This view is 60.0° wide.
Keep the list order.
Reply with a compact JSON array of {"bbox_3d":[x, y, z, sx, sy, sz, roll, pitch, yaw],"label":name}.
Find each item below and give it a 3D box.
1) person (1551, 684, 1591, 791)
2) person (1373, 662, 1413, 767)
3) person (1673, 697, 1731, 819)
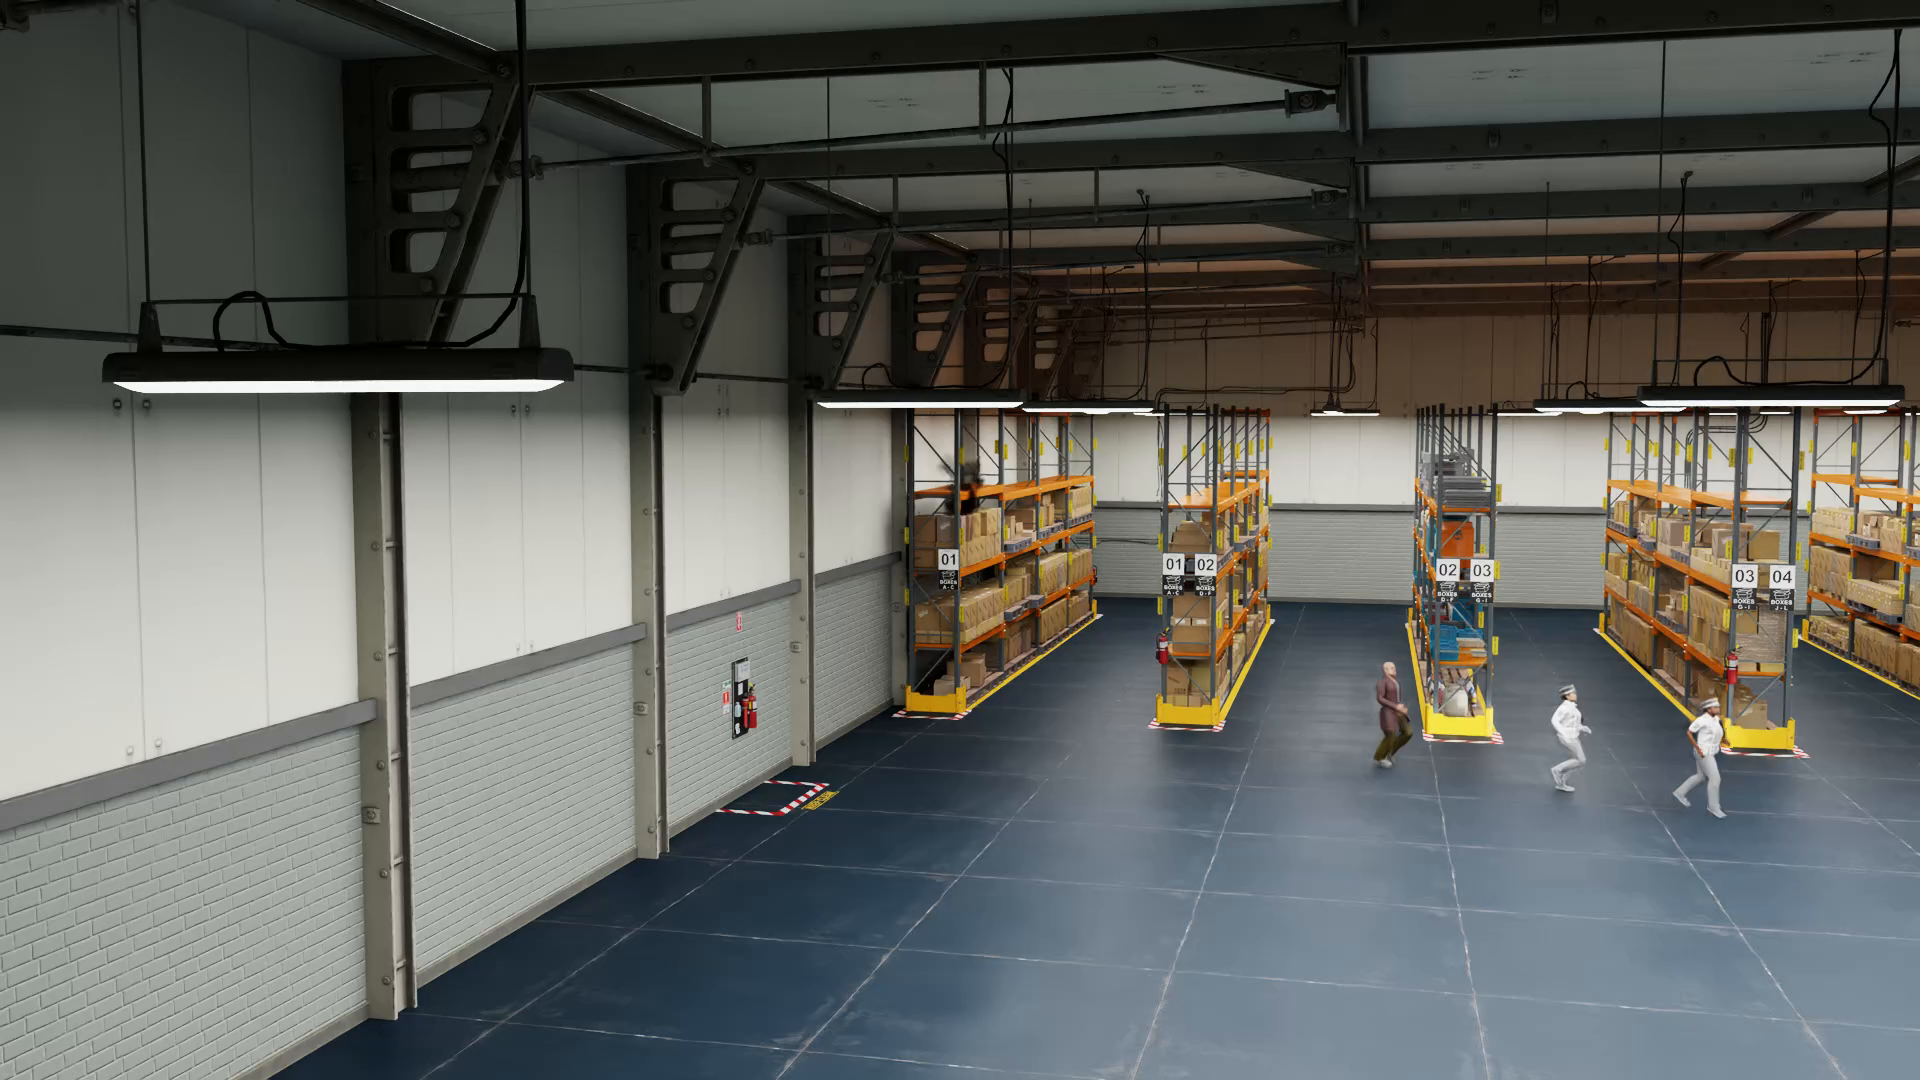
[{"bbox_3d":[9.395,3.037,25.539,0.540,1.656,0.608,3,5,33],"label":"person"},{"bbox_3d":[7.102,2.861,27.315,0.660,1.735,0.716,4,6,44],"label":"person"},{"bbox_3d":[10.791,3.116,24.138,0.796,1.735,0.576,4,6,44],"label":"person"}]
